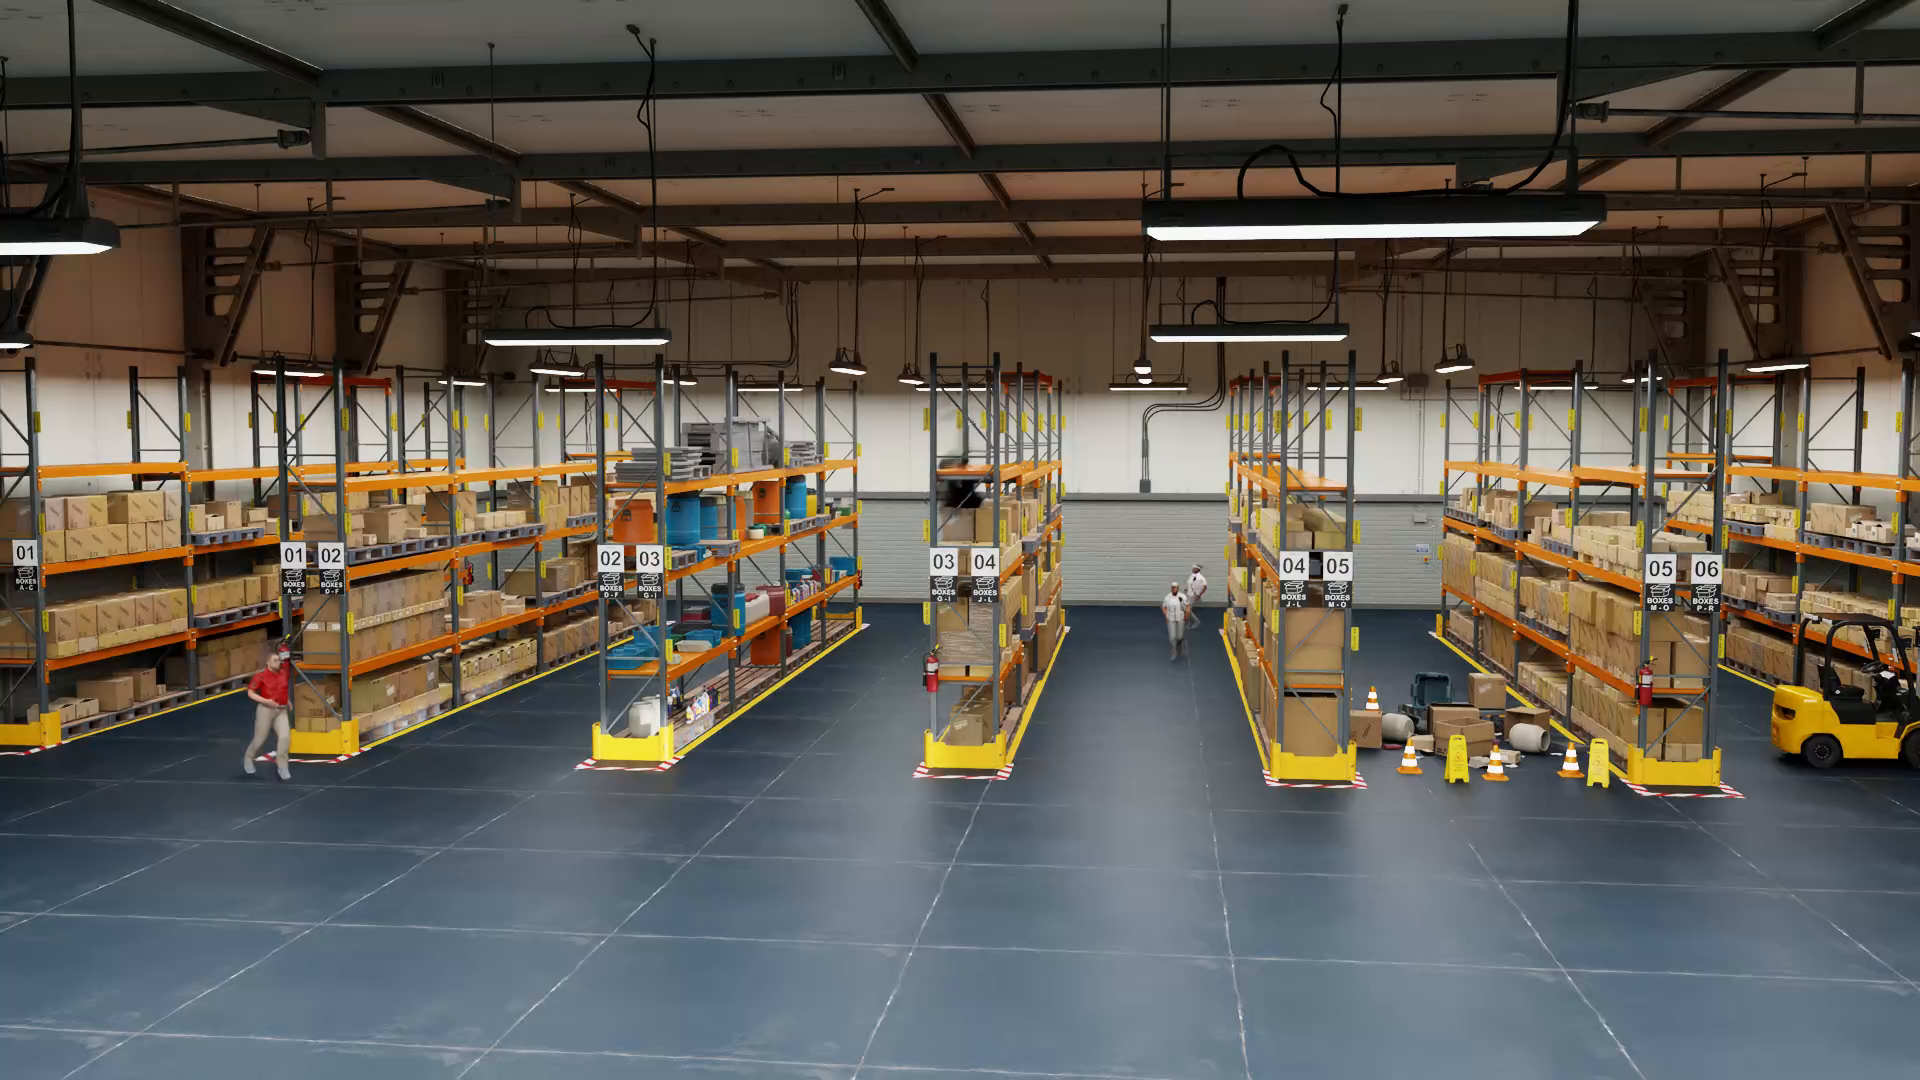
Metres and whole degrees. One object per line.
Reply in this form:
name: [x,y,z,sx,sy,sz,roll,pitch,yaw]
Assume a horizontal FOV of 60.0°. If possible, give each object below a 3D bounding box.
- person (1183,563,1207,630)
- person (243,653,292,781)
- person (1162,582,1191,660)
person: [5.607,1.354,40.136,0.518,1.641,0.596,-1,4,-14]
person: [-9.732,2.480,23.546,0.945,1.750,0.706,3,5,36]
person: [4.569,1.711,35.196,0.609,1.635,0.523,1,4,13]
